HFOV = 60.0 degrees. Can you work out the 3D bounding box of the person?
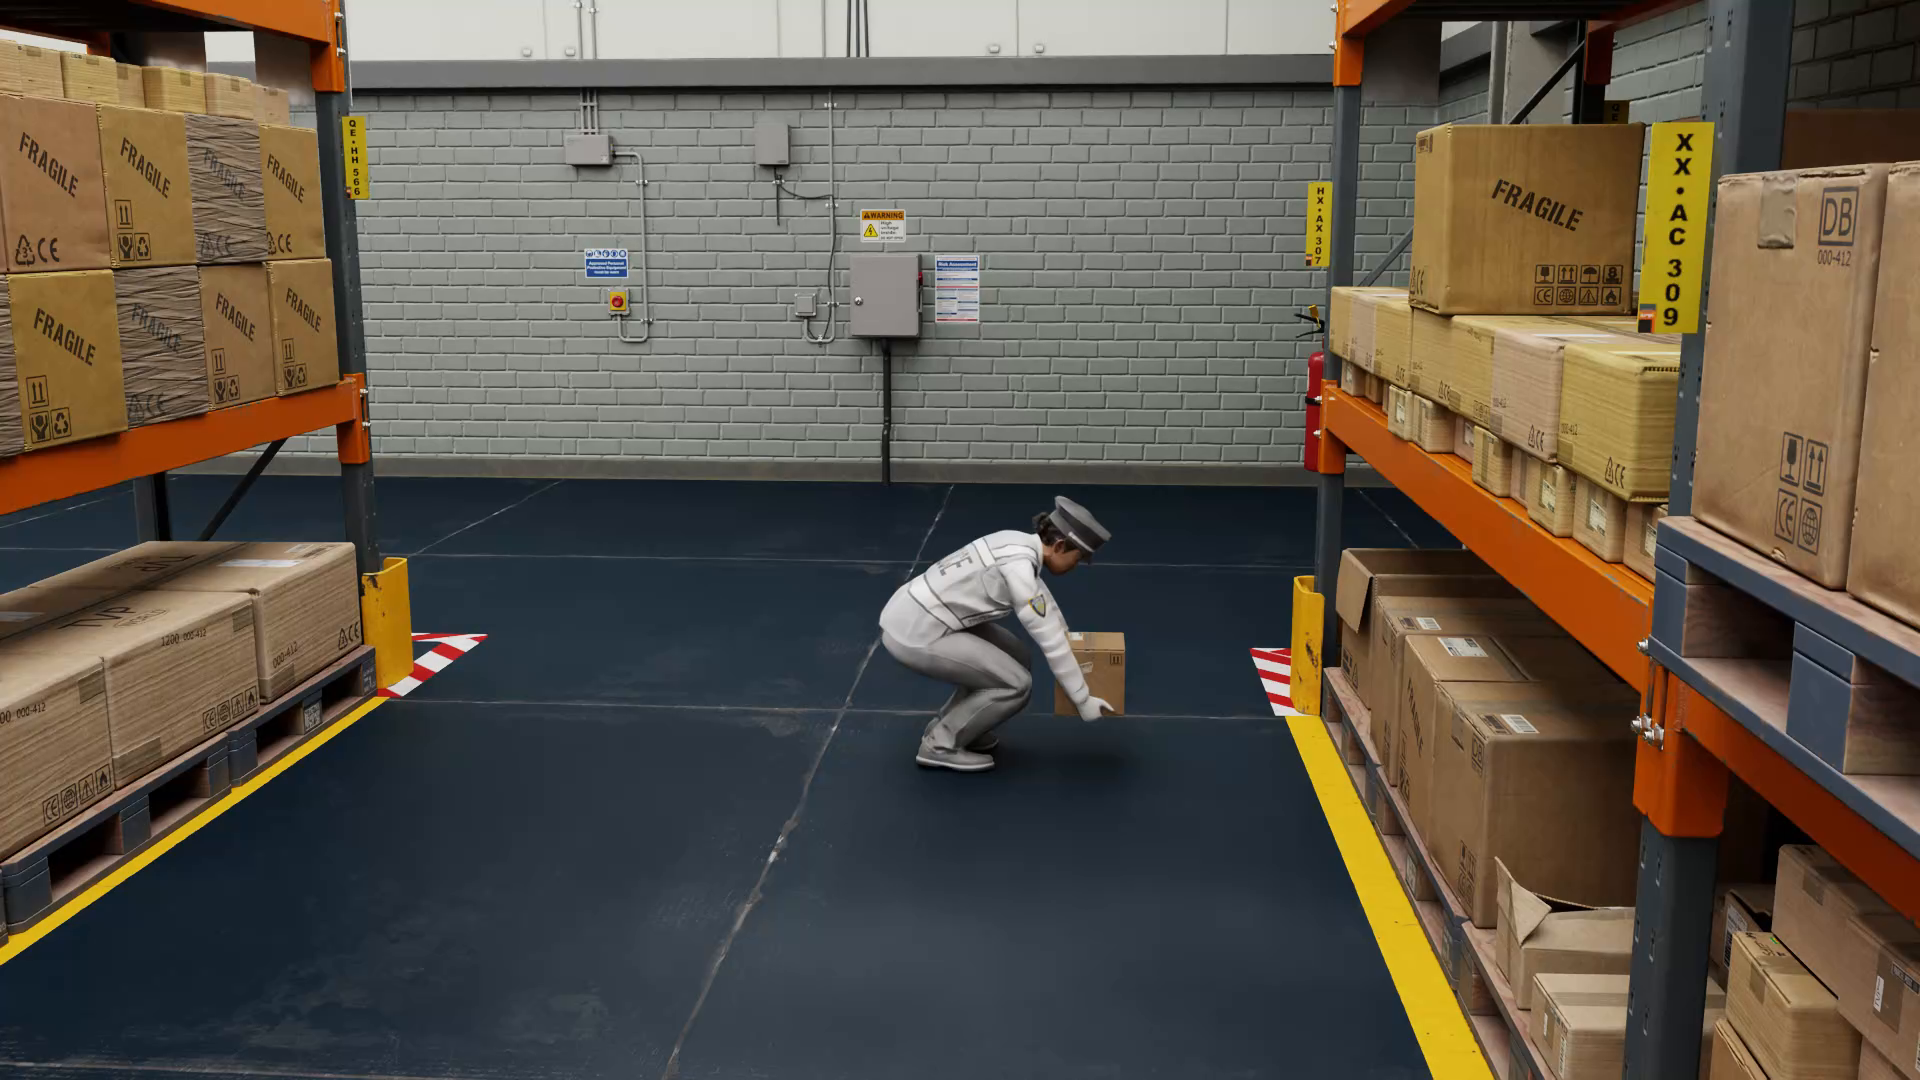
[{"bbox_3d":[0.137,0.331,6.062,0.857,0.977,0.462,0,11,2],"label":"person"}]
